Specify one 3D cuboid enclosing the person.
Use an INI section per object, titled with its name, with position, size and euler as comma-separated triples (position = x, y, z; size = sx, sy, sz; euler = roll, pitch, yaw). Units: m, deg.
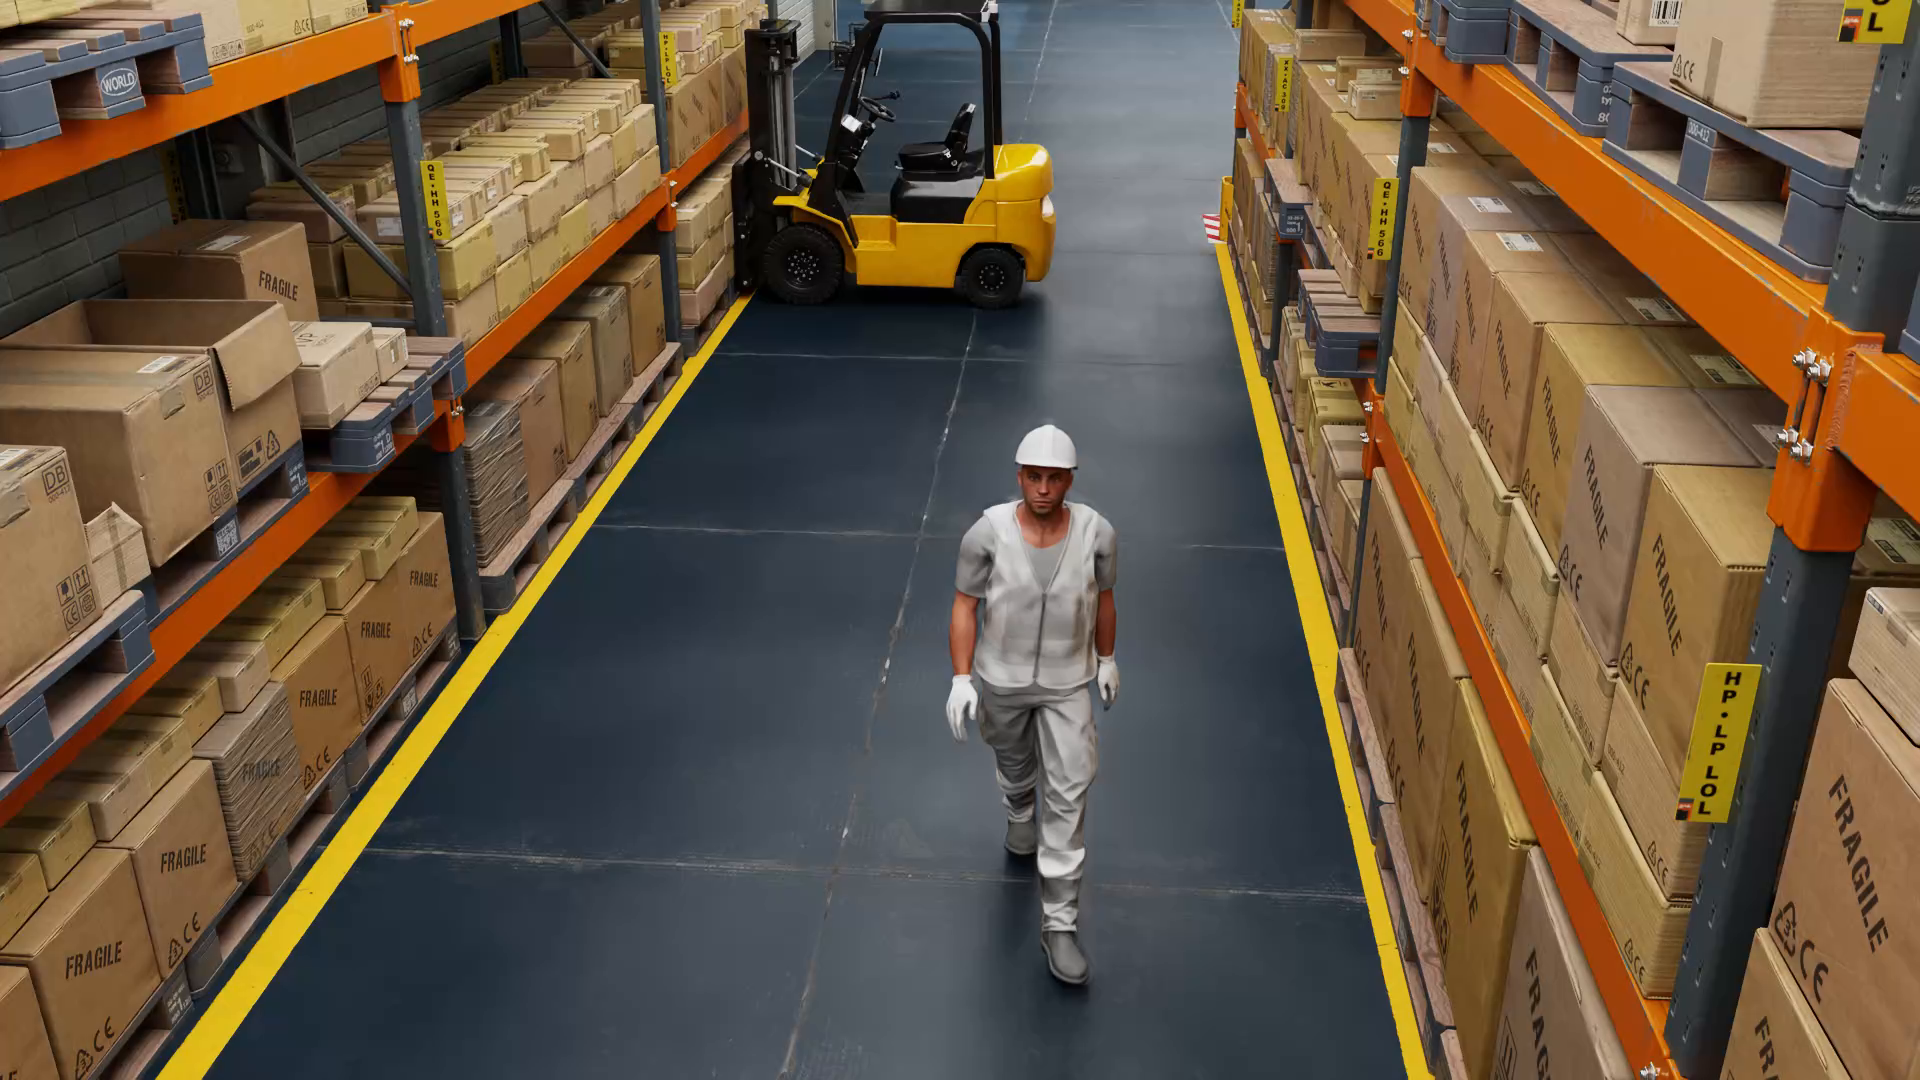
[person]
position = 0.251, 0.481, 5.492
size = 0.588, 1.733, 1.019
euler = 1, 24, 2
